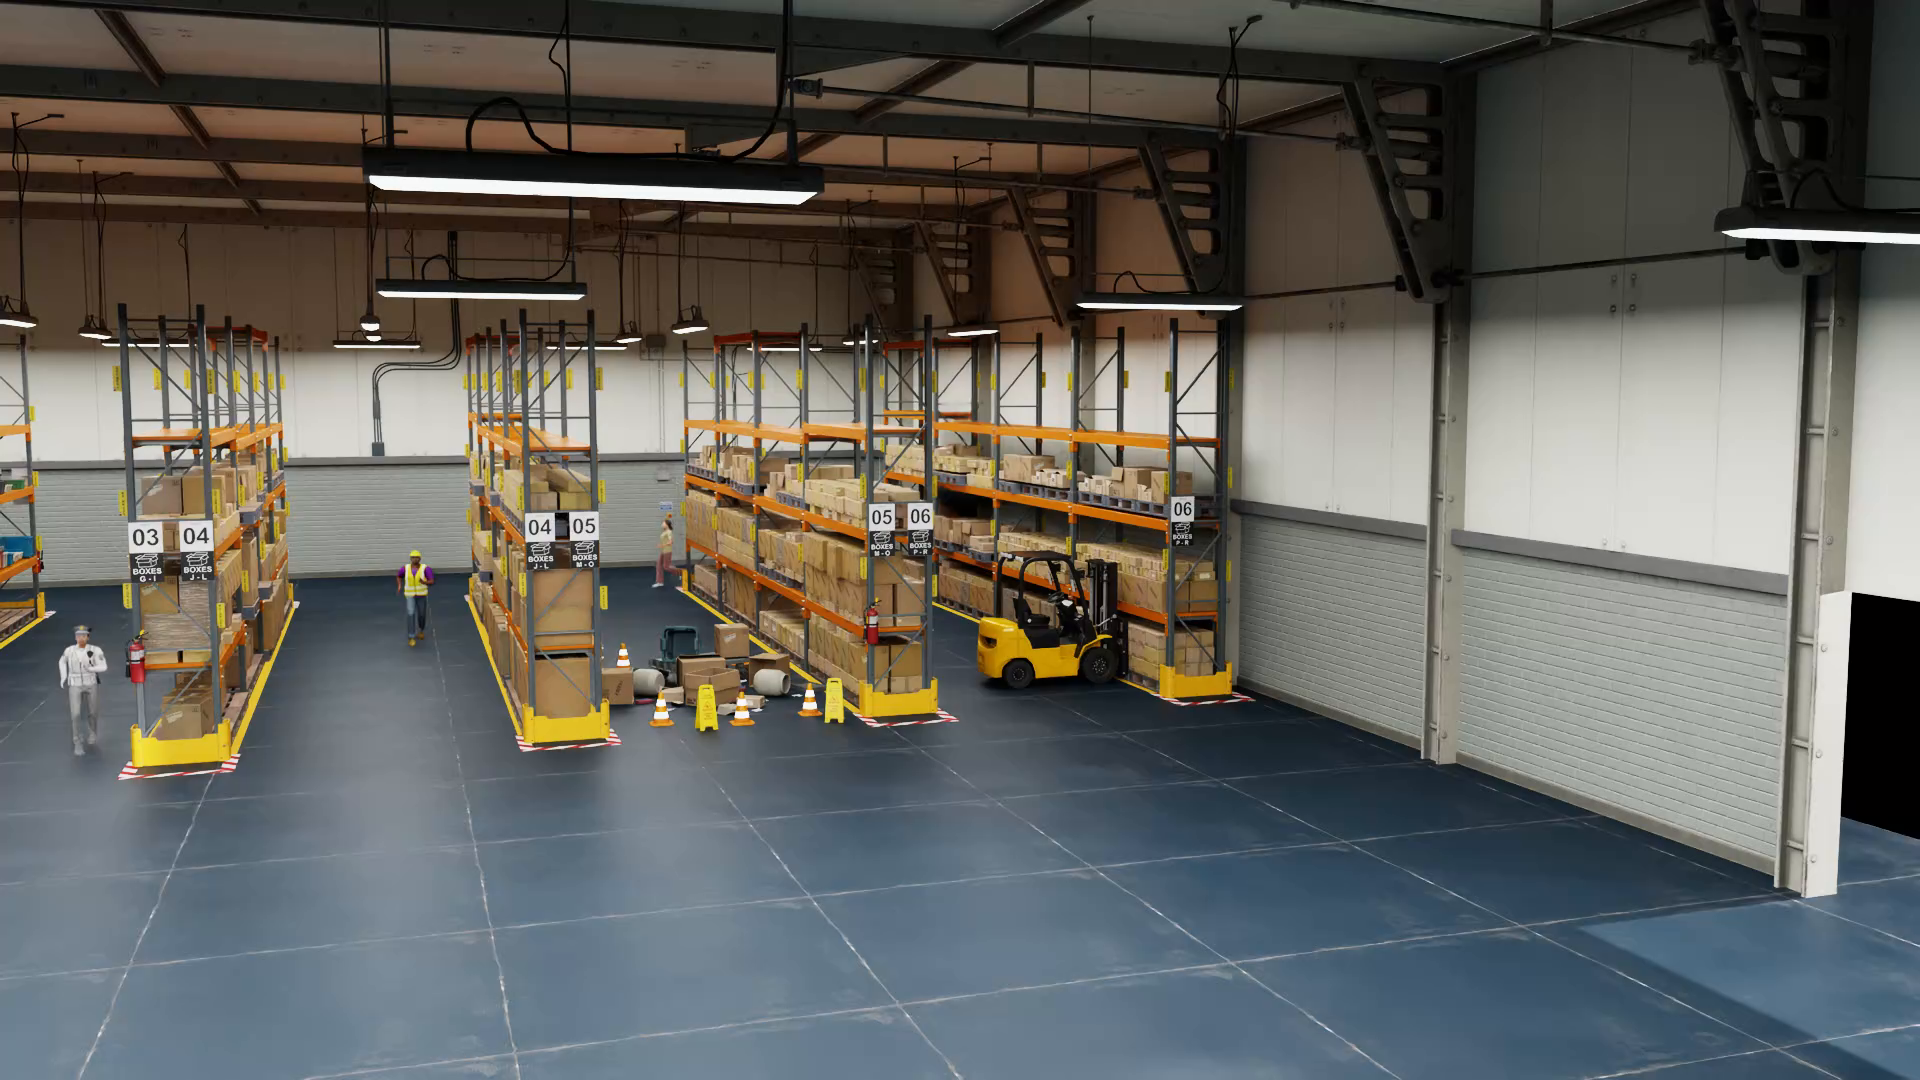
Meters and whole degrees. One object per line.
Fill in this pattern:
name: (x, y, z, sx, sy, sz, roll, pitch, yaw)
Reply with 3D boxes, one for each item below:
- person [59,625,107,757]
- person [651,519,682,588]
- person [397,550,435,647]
person: (-11.892, 2.011, 22.574, 0.589, 1.727, 0.807, -3, 6, -25)
person: (-7.147, 0.325, 40.743, 0.867, 1.667, 0.579, -2, 6, -21)
person: (-10.395, 1.082, 31.772, 0.685, 1.779, 0.922, -2, 6, -17)
